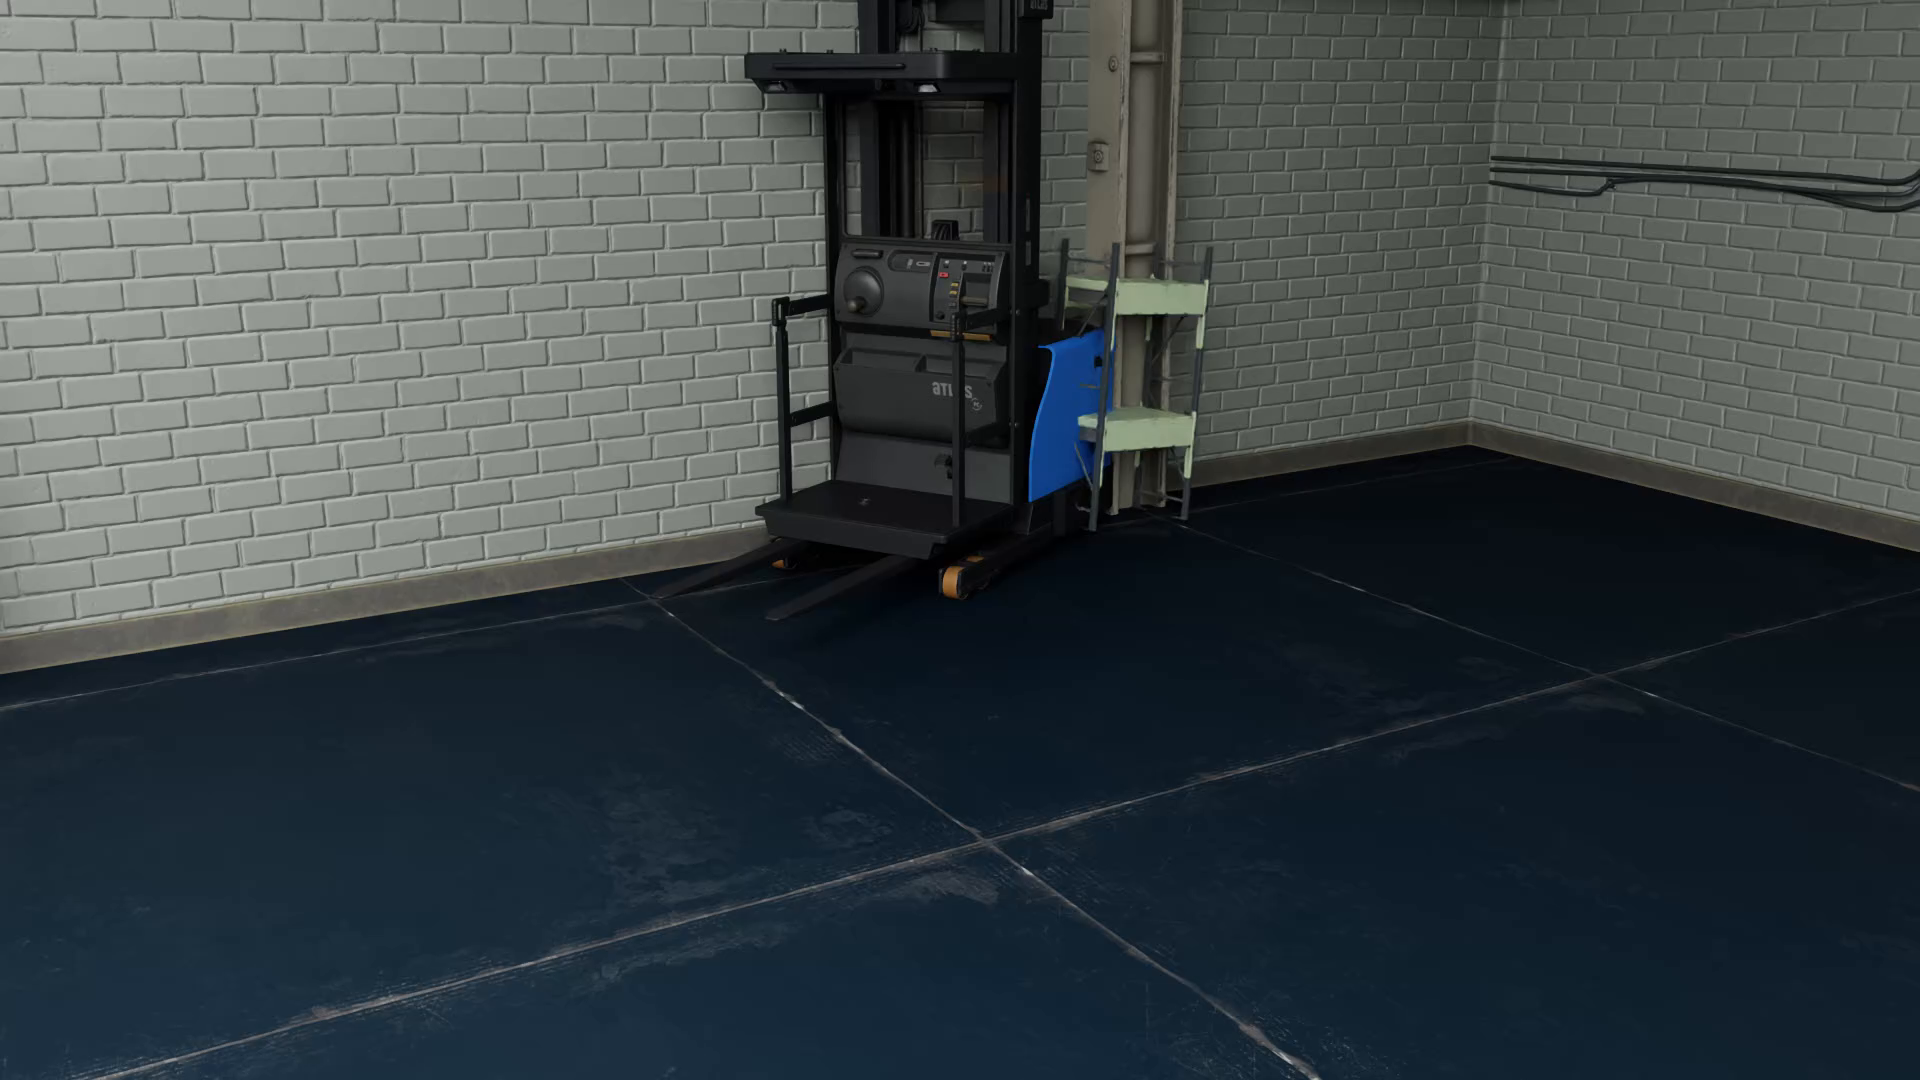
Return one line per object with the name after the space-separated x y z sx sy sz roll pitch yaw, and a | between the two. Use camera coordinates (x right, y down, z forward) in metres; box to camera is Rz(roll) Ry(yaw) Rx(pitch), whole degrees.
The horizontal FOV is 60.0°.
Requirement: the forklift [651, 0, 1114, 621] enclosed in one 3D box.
-0.307 -1.265 7.992 1.130 2.935 3.031 9 18 28 | forklift

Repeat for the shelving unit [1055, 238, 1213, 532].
0.901 -0.848 8.995 0.755 1.500 0.431 -7 16 -41 | shelving unit

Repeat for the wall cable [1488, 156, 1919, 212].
4.150 -3.145 9.211 0.112 2.526 3.097 -9 18 -30 | wall cable

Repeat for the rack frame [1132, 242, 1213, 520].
1.175 -0.881 9.235 0.023 1.500 0.400 -7 16 -41 | rack frame

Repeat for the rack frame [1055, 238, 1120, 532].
0.626 -0.816 8.755 0.023 1.500 0.400 -7 16 -41 | rack frame

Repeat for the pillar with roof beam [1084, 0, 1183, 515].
3.161 -3.541 4.869 0.400 9.000 9.100 -9 18 -30 | pillar with roof beam

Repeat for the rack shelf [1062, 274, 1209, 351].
0.926 -1.229 8.914 0.720 0.370 0.431 -7 16 -41 | rack shelf

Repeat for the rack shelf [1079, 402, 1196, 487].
0.879 -0.530 9.062 0.720 0.370 0.431 -7 16 -41 | rack shelf
